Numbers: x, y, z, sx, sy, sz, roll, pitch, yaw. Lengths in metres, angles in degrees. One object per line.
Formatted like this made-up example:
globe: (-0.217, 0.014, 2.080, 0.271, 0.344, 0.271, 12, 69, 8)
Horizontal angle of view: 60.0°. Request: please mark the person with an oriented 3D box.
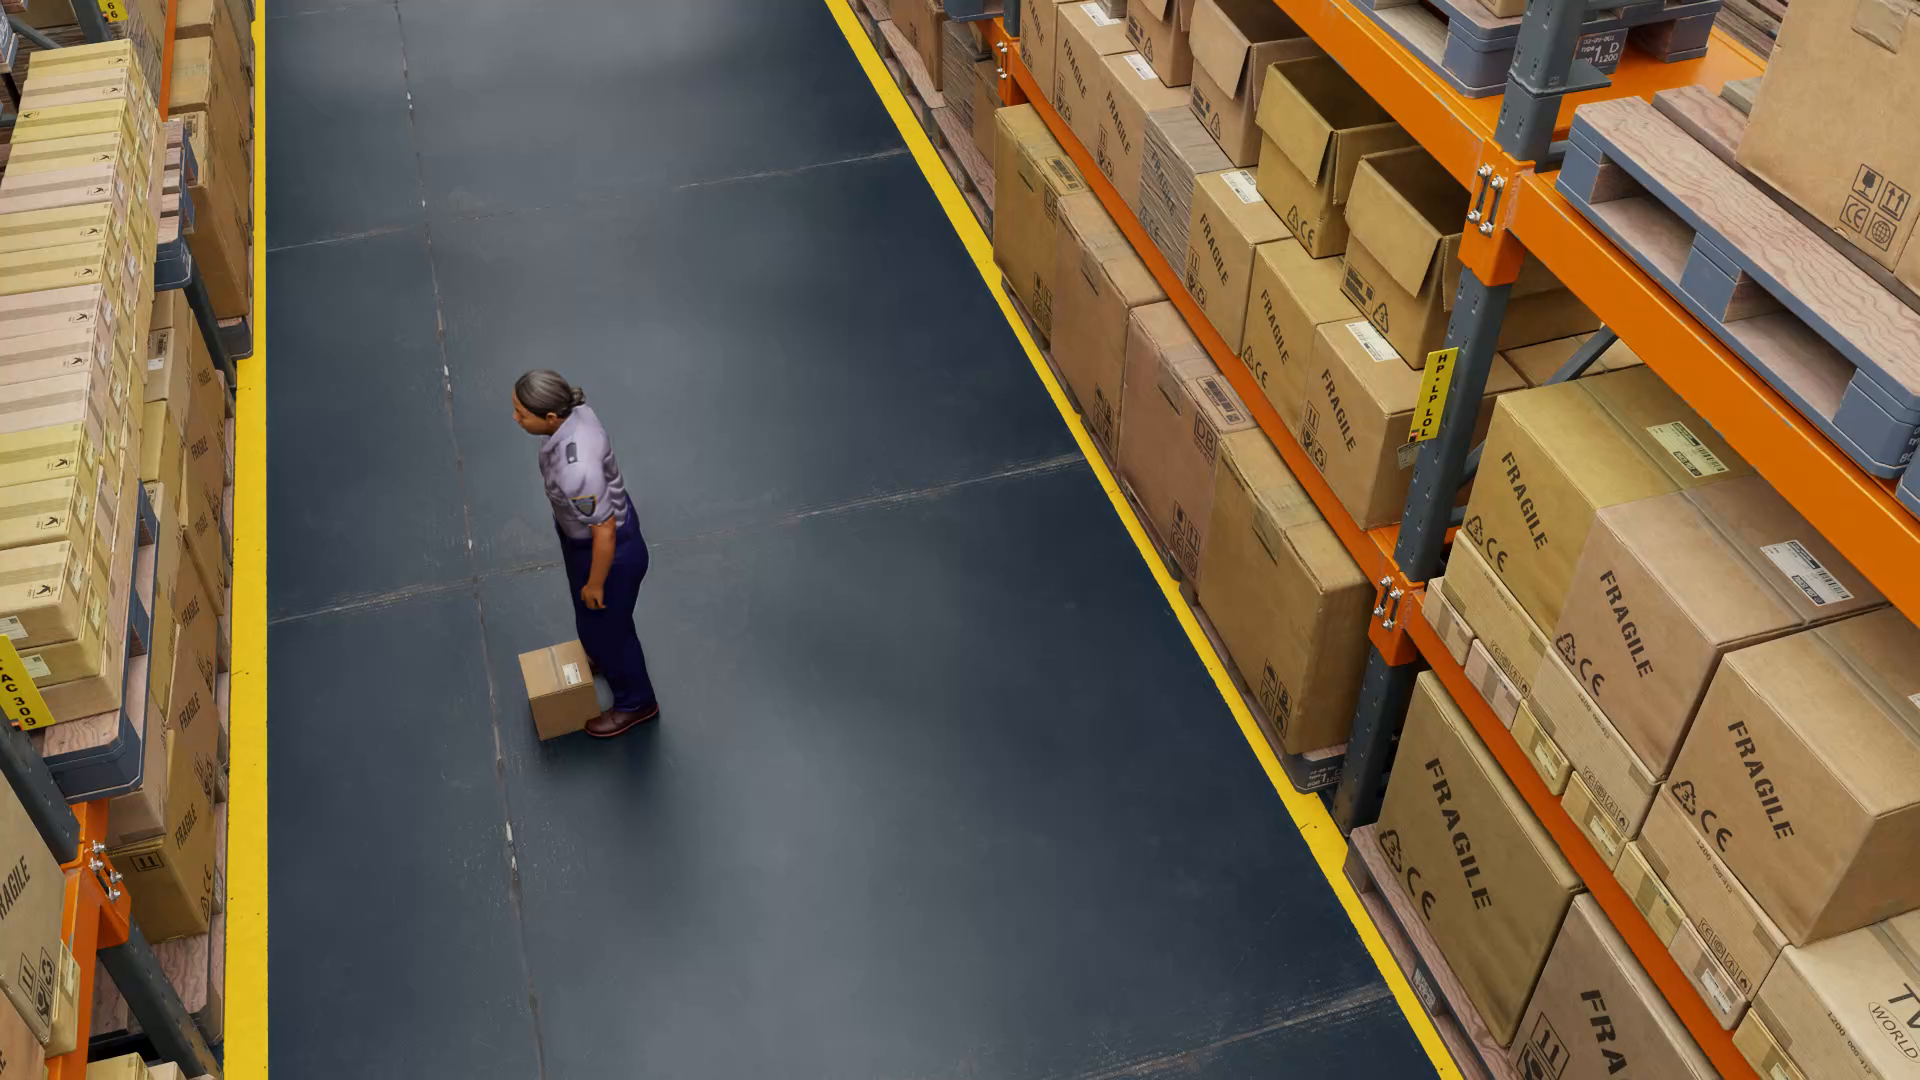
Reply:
person: (-1.353, 0.017, 6.148, 0.367, 1.652, 0.543, -12, 44, -13)
